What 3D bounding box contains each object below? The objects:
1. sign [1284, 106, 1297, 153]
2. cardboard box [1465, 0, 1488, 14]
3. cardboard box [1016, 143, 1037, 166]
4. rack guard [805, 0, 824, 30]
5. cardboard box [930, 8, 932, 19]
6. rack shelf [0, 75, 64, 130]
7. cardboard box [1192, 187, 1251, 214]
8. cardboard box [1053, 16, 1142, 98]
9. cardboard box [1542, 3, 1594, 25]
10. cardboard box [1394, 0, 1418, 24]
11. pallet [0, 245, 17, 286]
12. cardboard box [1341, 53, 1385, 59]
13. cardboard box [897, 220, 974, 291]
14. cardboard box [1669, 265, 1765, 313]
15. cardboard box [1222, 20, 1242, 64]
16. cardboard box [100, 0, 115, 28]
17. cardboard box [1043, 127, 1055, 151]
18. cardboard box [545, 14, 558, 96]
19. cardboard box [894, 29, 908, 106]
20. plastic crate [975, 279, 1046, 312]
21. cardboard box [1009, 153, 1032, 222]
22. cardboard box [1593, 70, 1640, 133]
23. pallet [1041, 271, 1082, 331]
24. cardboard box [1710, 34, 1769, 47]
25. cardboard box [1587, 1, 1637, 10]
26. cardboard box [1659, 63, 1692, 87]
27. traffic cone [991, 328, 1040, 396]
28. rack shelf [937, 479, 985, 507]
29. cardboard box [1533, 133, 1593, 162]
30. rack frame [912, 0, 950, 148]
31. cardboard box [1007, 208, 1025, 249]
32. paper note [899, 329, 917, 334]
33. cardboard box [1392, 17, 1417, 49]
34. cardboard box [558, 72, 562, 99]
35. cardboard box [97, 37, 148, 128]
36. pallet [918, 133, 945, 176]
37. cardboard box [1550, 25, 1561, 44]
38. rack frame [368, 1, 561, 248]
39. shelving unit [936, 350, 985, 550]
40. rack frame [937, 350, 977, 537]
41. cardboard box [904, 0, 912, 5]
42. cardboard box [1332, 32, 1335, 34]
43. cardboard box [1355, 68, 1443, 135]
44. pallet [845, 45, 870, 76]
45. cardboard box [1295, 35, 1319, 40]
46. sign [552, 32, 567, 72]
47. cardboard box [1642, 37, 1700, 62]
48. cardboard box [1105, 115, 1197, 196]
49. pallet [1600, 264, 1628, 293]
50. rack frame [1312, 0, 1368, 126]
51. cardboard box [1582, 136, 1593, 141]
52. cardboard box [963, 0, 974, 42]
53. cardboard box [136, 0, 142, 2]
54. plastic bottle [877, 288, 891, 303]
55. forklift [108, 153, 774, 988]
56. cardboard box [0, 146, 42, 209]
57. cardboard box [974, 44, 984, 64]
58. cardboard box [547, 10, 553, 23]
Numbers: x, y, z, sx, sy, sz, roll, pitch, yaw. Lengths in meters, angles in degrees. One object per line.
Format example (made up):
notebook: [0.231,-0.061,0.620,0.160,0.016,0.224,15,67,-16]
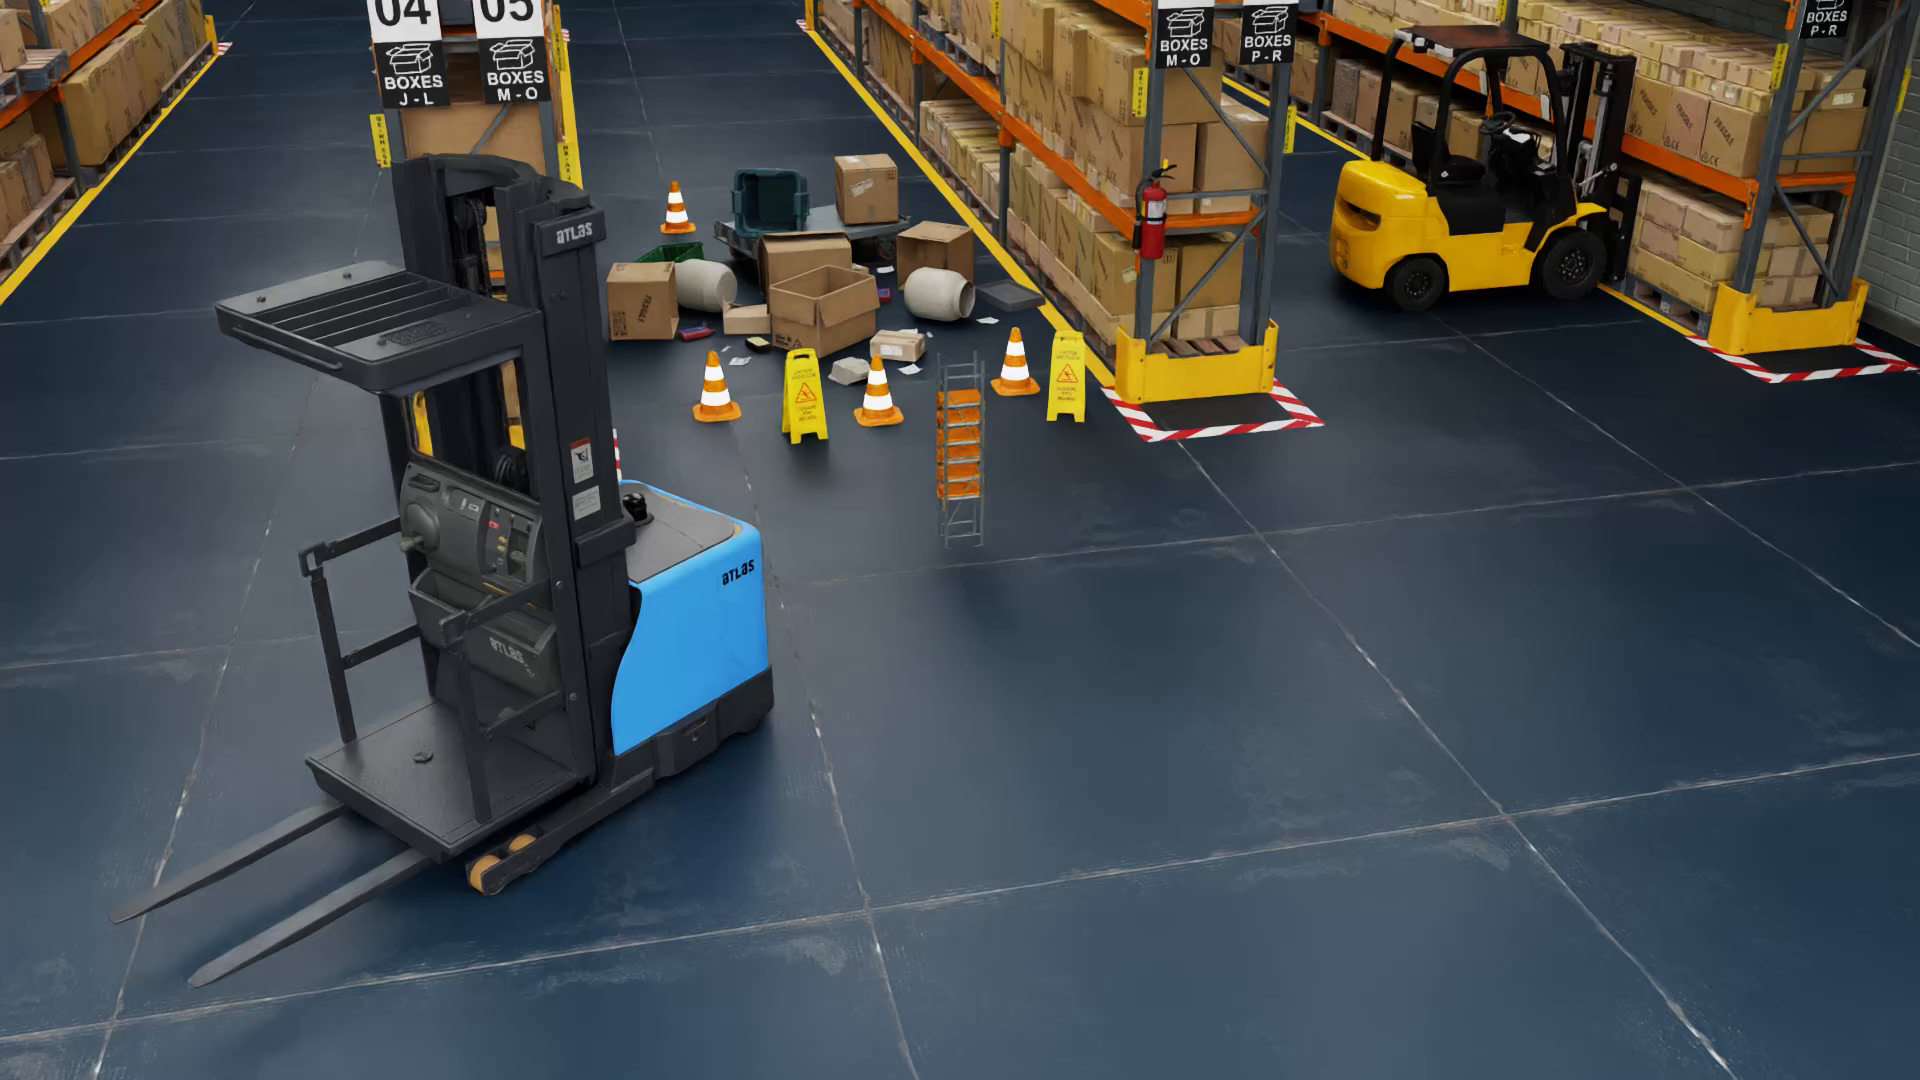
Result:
sign: [2.300,-2.875,11.657,0.100,0.325,0.005,-6,27,-12]
cardboard box: [5.332,-5.381,16.751,0.380,0.149,0.250,-6,27,-12]
cardboard box: [0.709,-3.427,14.743,0.380,0.149,0.250,-6,27,-11]
rack guard: [-1.840,-8.352,26.243,1.175,0.500,0.348,-6,27,-12]
cardboard box: [-0.109,-5.732,18.090,0.380,0.149,0.250,-8,28,-15]
rack shelf: [-9.236,-3.740,15.130,1.077,0.370,4.000,-6,27,-12]
cardboard box: [1.896,-2.492,12.136,0.380,0.149,0.250,-6,27,-11]
cardboard box: [1.121,-3.696,12.693,0.700,0.500,0.500,-6,27,-12]
cardboard box: [5.652,-4.888,15.445,0.380,0.149,0.250,-6,27,-11]
cardboard box: [5.017,-5.715,17.855,0.500,0.250,0.500,-6,27,-11]
pallet: [-8.962,-2.280,14.533,1.003,0.211,1.213,-6,27,-12]
cardboard box: [4.981,-5.736,20.594,0.500,0.500,0.500,-5,27,-10]
cardboard box: [-0.215,-2.466,14.579,0.500,0.500,0.500,13,30,24]
cardboard box: [6.193,-2.073,13.615,0.500,0.250,0.500,-6,27,-11]
cardboard box: [3.921,-6.811,22.723,0.500,0.500,0.500,-6,27,-12]
cardboard box: [-9.987,-6.116,18.927,0.500,0.500,0.500,-6,27,-12]
cardboard box: [0.907,-3.344,13.825,0.380,0.149,0.250,-6,27,-11]
cardboard box: [-3.643,-3.797,13.078,0.875,0.550,0.550,-6,27,-12]
cardboard box: [-0.303,-5.888,20.479,0.875,0.875,0.875,-6,27,-11]
plastic crate: [0.425,-2.114,14.349,0.402,0.080,0.583,-16,31,-29]
cardboard box: [0.740,-3.198,15.010,0.500,0.500,0.500,-5,27,-9]
cardboard box: [5.892,-3.847,14.431,0.500,0.500,0.500,-6,27,-11]
pallet: [1.334,-2.117,14.210,1.003,0.211,1.213,-6,27,-12]
cardboard box: [6.551,-4.157,13.996,0.380,0.149,0.250,-7,28,-13]
cardboard box: [6.087,-4.938,15.544,0.380,0.149,0.250,-7,28,-13]
cardboard box: [6.019,-3.849,13.716,0.380,0.149,0.250,-7,28,-13]
traffic cone: [0.417,-1.359,12.429,0.336,0.463,0.334,-6,27,-12]
rack shelf: [0.003,-0.275,10.095,0.258,0.103,0.180,-6,27,-12]
cardboard box: [5.614,-3.632,15.593,0.500,0.250,0.500,-6,27,-12]
rack frame: [-0.032,-5.946,18.701,1.000,3.000,0.127,-6,27,-12]
cardboard box: [0.740,-2.863,15.179,0.500,0.250,0.500,-7,28,-14]
paper note: [-0.427,-1.704,13.605,0.148,0.019,0.142,3,27,6]
cardboard box: [5.012,-5.490,17.965,0.500,0.250,0.500,-5,27,-10]
cardboard box: [-5.206,-5.702,20.525,0.500,0.500,0.500,-7,28,-13]
cardboard box: [-10.222,-5.263,19.241,1.225,0.875,0.875,-7,28,-13]
pallet: [0.143,-4.358,18.649,1.003,0.211,1.213,-6,27,-12]
cardboard box: [5.666,-4.638,15.279,0.380,0.149,0.250,-6,27,-12]
rack frame: [-3.029,-1.887,10.659,1.000,3.000,0.127,-6,27,-12]
shelving unit: [0.003,-0.529,9.967,0.258,1.200,0.189,-6,27,-12]
rack frame: [-0.017,-0.569,10.047,0.240,1.200,0.006,-6,27,-12]
cardboard box: [-0.388,-6.289,18.992,0.500,0.250,0.500,-6,27,-12]
cardboard box: [4.851,-6.422,21.233,0.380,0.149,0.250,-7,28,-14]
cardboard box: [5.086,-5.017,19.031,0.875,0.625,0.625,-5,27,-10]
pallet: [-1.028,-6.799,23.485,1.003,0.211,1.213,-6,27,-12]
cardboard box: [4.337,-6.240,20.873,0.380,0.149,0.250,-7,28,-13]
sign: [-3.390,-4.121,14.038,0.100,0.325,0.005,-6,27,-12]
cardboard box: [5.935,-4.092,13.868,0.380,0.149,0.250,-5,27,-11]
cardboard box: [1.380,-2.821,12.070,0.500,0.500,0.500,-6,27,-13]
pallet: [6.122,-2.560,15.088,1.003,0.211,1.213,-6,27,-12]
rack frame: [4.803,-6.451,19.703,1.000,3.000,0.127,-6,27,-12]
cardboard box: [6.133,-3.684,15.696,0.500,0.250,0.500,-6,27,-12]
cardboard box: [0.319,-5.179,16.274,0.500,0.500,0.500,-5,27,-10]
cardboard box: [-10.331,-6.747,20.567,0.380,0.149,0.250,-6,27,-11]
plastic bottle: [-0.667,-2.121,14.384,0.133,0.061,0.283,-1,27,-3]
forklift: [-2.250,-0.025,7.046,1.130,2.935,3.031,20,33,34]
cardboard box: [-9.379,-3.485,16.112,0.700,0.500,0.500,-8,28,-16]
cardboard box: [0.349,-4.690,16.026,0.380,0.149,0.250,-6,27,-12]
cardboard box: [-4.358,-5.054,16.823,0.500,0.500,0.500,-6,27,-12]
